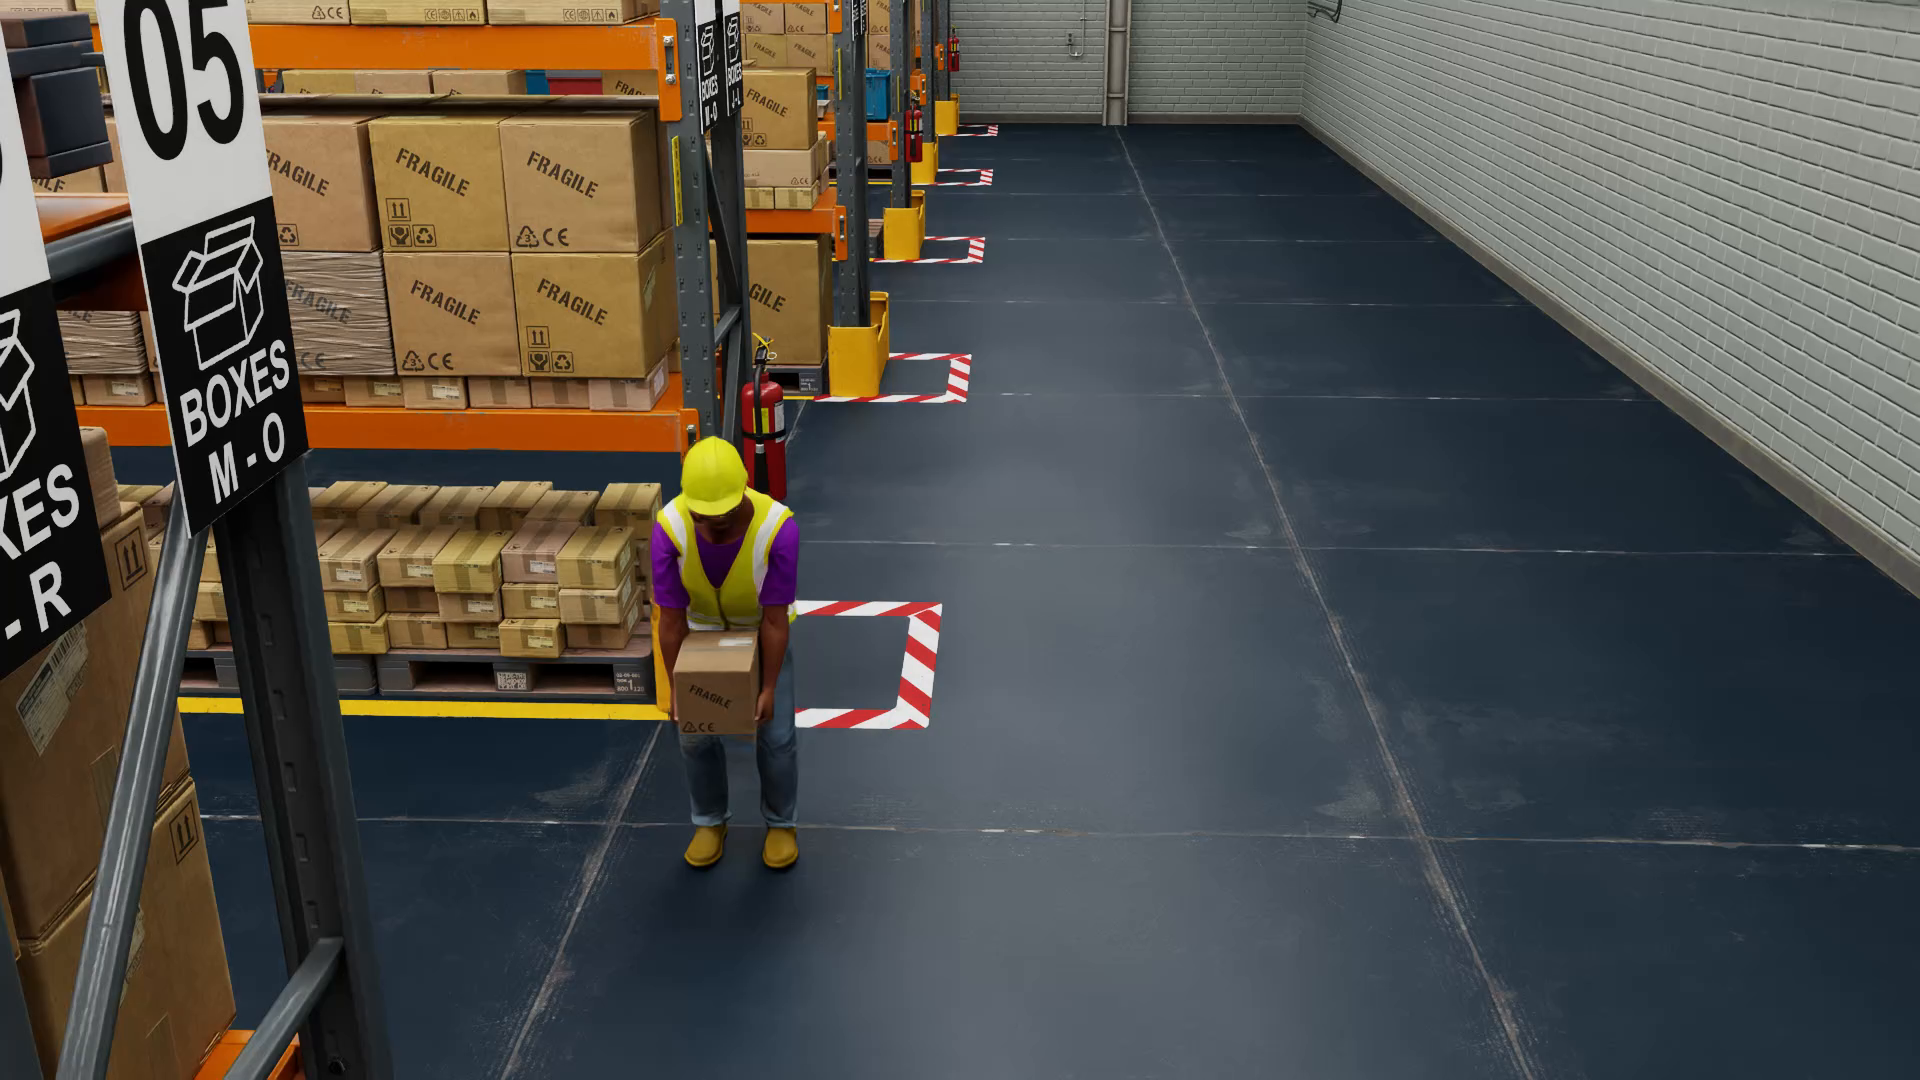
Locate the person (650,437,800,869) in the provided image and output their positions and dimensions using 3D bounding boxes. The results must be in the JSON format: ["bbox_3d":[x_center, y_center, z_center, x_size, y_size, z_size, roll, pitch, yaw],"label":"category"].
[{"bbox_3d":[-0.773,0.394,5.654,0.483,1.656,0.695,0,21,1],"label":"person"}]
